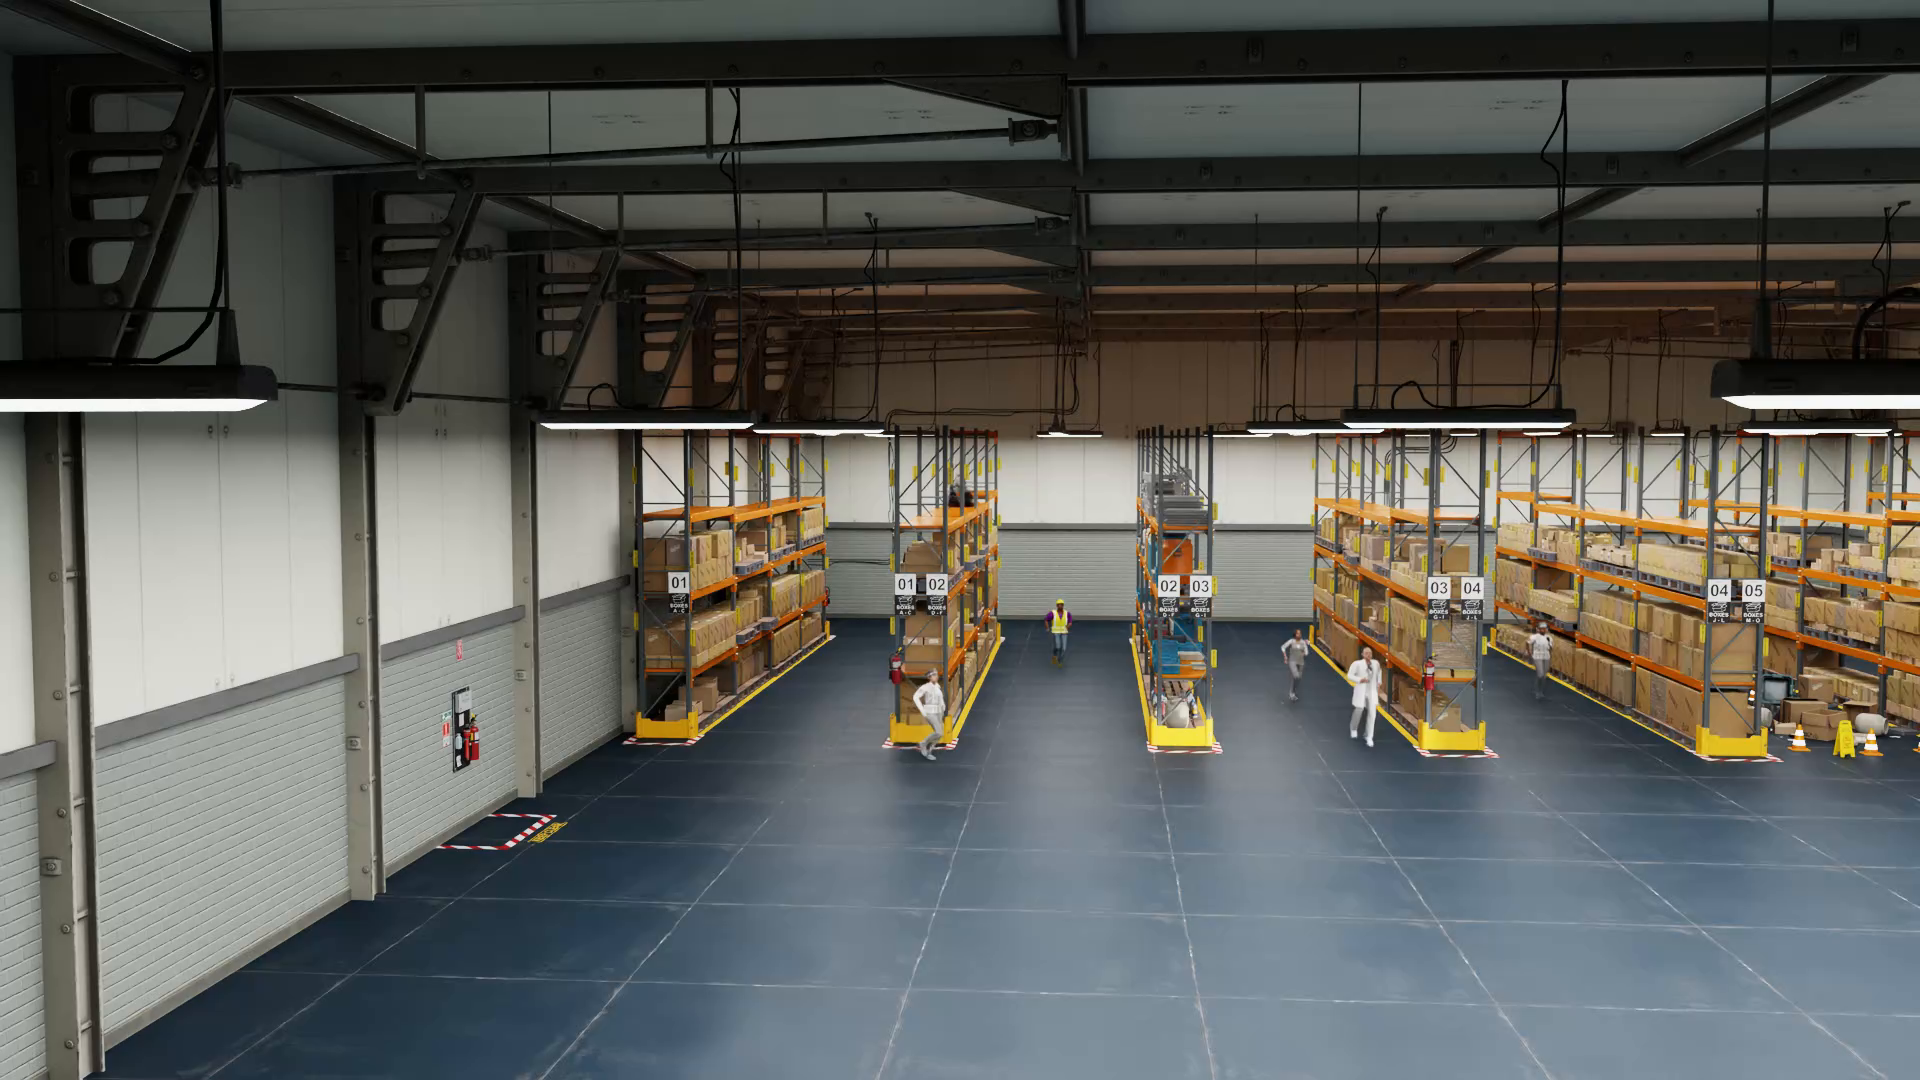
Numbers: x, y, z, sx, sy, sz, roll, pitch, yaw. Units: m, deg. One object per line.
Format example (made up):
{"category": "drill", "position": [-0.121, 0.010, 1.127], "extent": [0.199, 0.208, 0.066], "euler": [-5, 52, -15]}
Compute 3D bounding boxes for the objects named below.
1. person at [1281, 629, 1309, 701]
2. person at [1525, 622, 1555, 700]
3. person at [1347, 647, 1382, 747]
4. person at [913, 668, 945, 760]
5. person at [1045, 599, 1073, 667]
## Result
{"category": "person", "position": [7.368, 2.732, 36.407], "extent": [0.519, 1.585, 0.625], "euler": [-1, 3, -11]}
{"category": "person", "position": [12.862, 2.673, 36.798], "extent": [0.543, 1.741, 0.725], "euler": [0, 3, -5]}
{"category": "person", "position": [7.669, 2.942, 31.498], "extent": [0.727, 1.841, 0.911], "euler": [0, 3, -4]}
{"category": "person", "position": [-0.471, 3.110, 29.745], "extent": [0.510, 1.646, 0.629], "euler": [2, 4, 34]}
{"category": "person", "position": [2.512, 2.347, 41.720], "extent": [0.691, 1.719, 0.584], "euler": [-1, 3, -10]}
